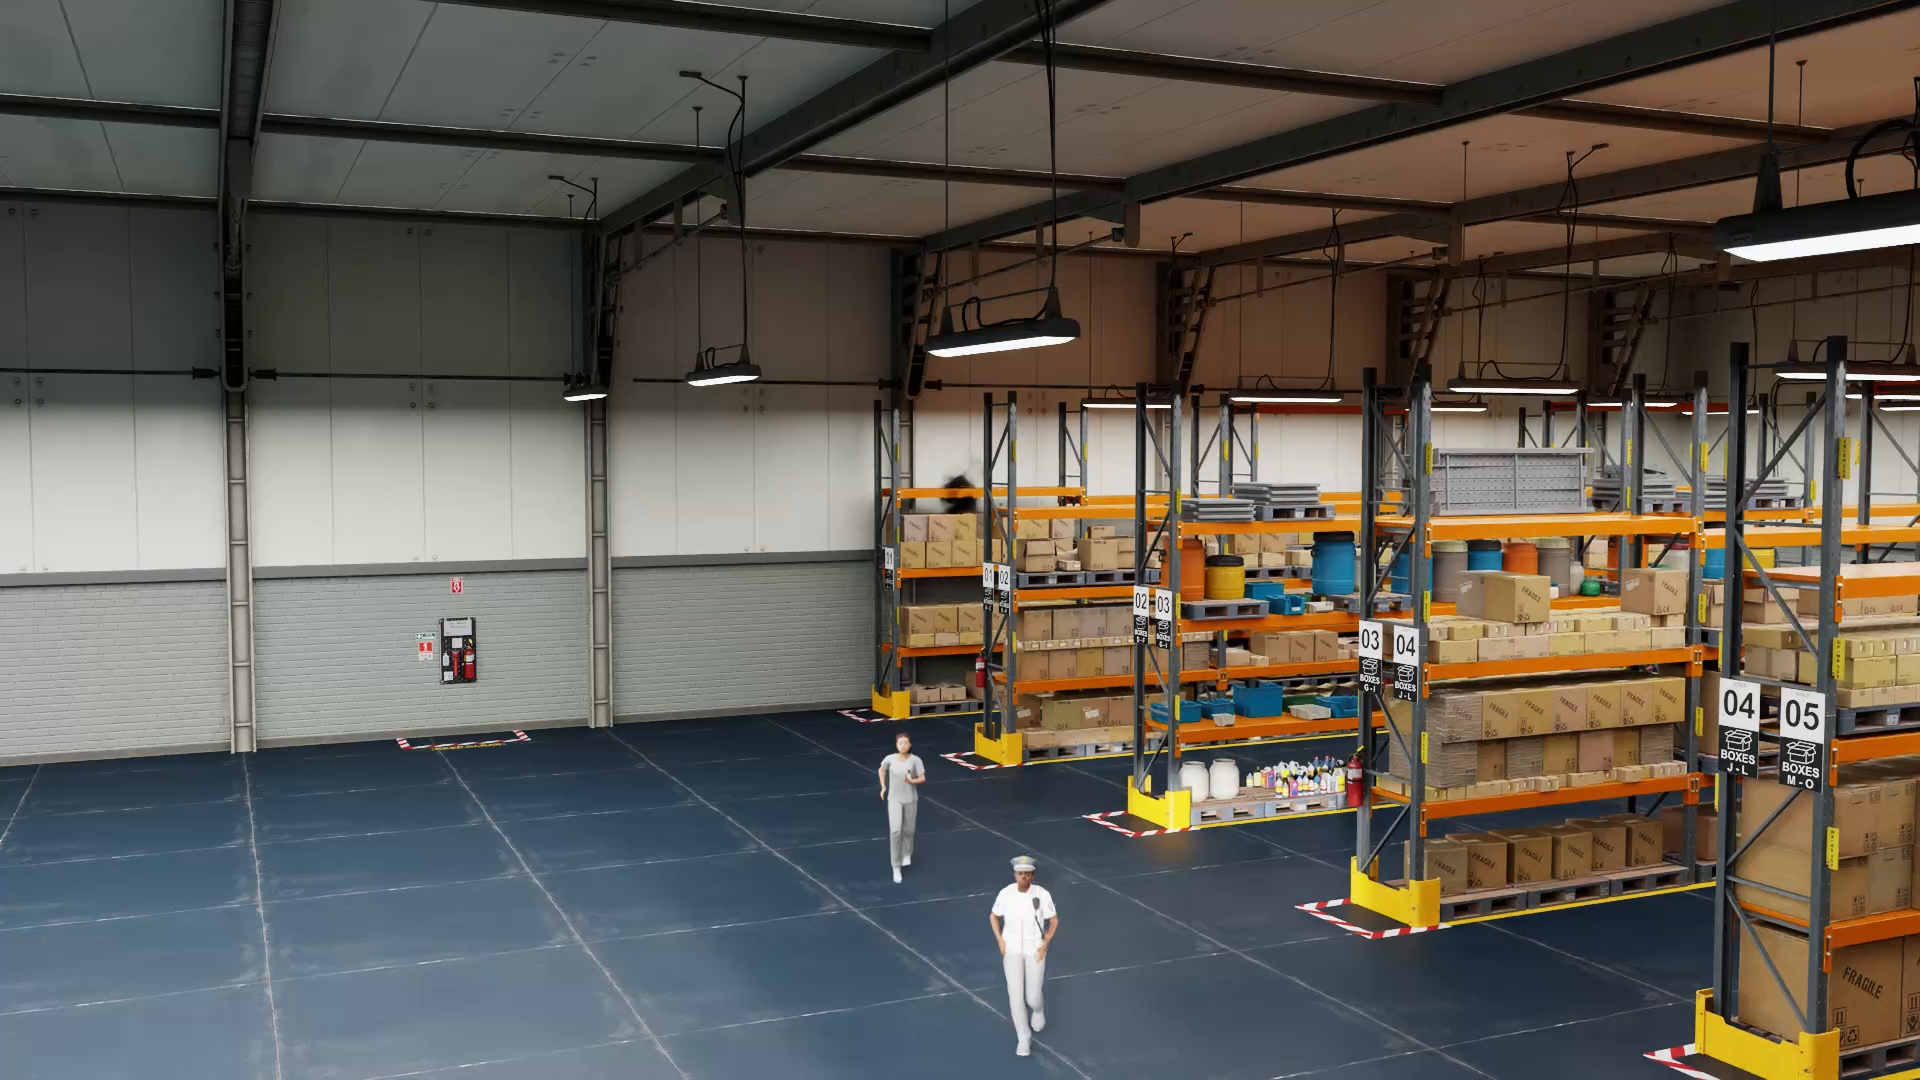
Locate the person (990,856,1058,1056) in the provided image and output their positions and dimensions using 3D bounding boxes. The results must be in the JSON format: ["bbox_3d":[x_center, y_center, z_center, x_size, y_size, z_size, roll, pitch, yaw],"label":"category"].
[{"bbox_3d":[0.543,3.509,14.231,0.591,1.668,0.587,0,3,8],"label":"person"}]

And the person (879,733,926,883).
[{"bbox_3d":[-0.688,3.159,19.909,0.541,1.710,0.830,0,3,-5],"label":"person"}]
